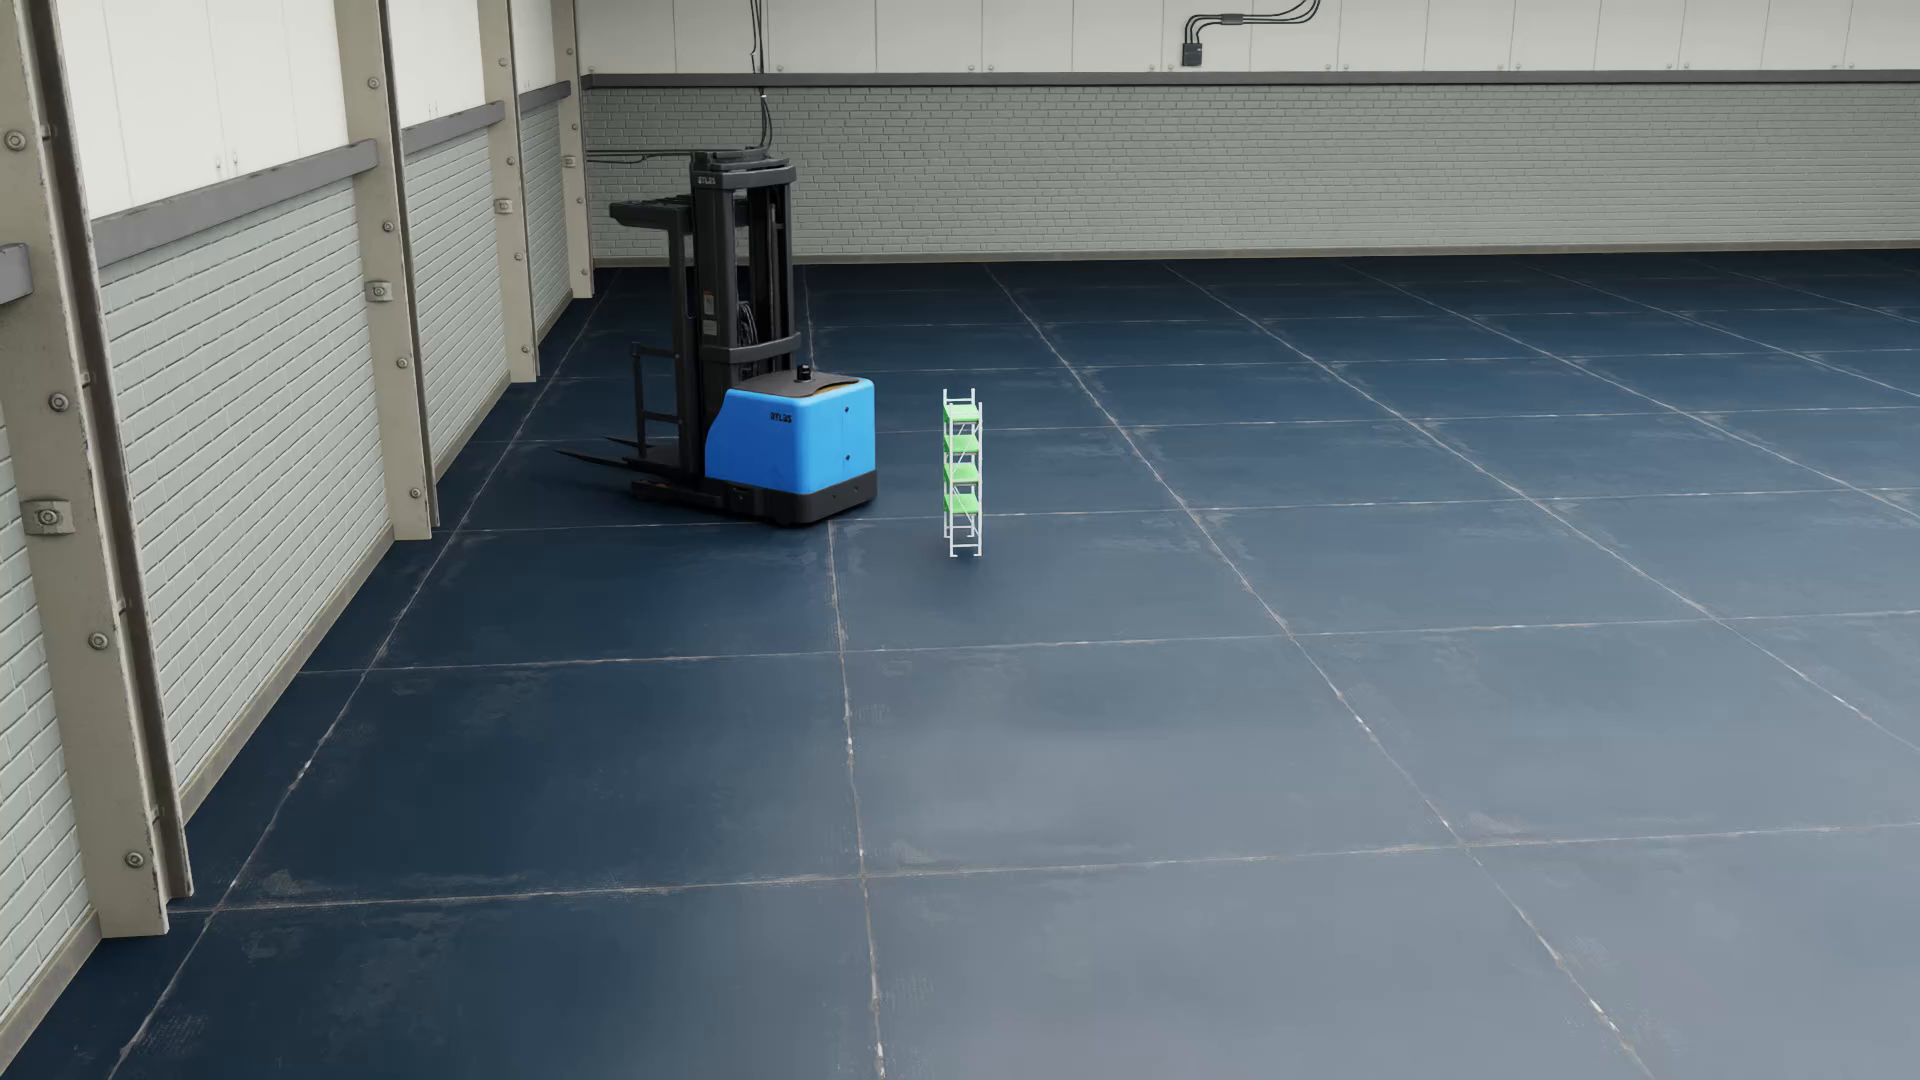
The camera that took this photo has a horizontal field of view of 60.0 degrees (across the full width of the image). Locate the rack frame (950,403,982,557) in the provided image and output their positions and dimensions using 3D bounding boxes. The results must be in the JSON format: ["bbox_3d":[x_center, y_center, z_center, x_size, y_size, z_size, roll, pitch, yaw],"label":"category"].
[{"bbox_3d":[0.042,-0.450,12.609,0.240,1.200,0.015,-2,18,-6],"label":"rack frame"}]

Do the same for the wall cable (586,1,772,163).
[{"bbox_3d":[-4.606,-7.367,26.803,3.097,2.526,0.112,-2,18,-6],"label":"wall cable"}]

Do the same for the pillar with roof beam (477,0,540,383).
[{"bbox_3d":[-0.716,-6.275,18.142,9.100,9.000,0.400,-2,18,-6],"label":"pillar with roof beam"}]

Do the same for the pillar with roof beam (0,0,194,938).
[{"bbox_3d":[0.521,-2.700,6.754,9.100,9.000,0.400,-2,18,-6],"label":"pillar with roof beam"}]

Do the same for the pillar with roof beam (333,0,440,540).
[{"bbox_3d":[-0.098,-4.488,12.448,9.100,9.000,0.400,-2,18,-6],"label":"pillar with roof beam"}]

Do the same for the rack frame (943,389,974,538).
[{"bbox_3d":[-0.008,-0.596,13.072,0.240,1.200,0.015,-2,18,-6],"label":"rack frame"}]

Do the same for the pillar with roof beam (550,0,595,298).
[{"bbox_3d":[-1.335,-8.063,23.836,9.100,9.000,0.400,-2,18,-6],"label":"pillar with roof beam"}]

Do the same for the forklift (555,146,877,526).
[{"bbox_3d":[-2.215,-1.832,14.121,3.031,2.935,1.130,11,21,31],"label":"forklift"}]

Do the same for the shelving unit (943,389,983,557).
[{"bbox_3d":[0.017,-0.523,12.840,0.258,1.200,0.503,-2,18,-6],"label":"shelving unit"}]

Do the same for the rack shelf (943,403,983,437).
[{"bbox_3d":[0.017,-0.920,12.716,0.258,0.148,0.480,-2,18,-6],"label":"rack shelf"}]

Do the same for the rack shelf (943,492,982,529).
[{"bbox_3d":[0.017,-0.233,12.931,0.258,0.148,0.480,-2,18,-6],"label":"rack shelf"}]

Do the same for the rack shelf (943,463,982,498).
[{"bbox_3d":[0.017,-0.462,12.859,0.258,0.148,0.480,-2,18,-6],"label":"rack shelf"}]

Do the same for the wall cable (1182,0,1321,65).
[{"bbox_3d":[4.839,-10.760,26.748,2.305,6.003,0.169,-2,18,-6],"label":"wall cable"}]

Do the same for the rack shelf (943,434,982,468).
[{"bbox_3d":[0.017,-0.691,12.788,0.258,0.148,0.480,-2,18,-6],"label":"rack shelf"}]
